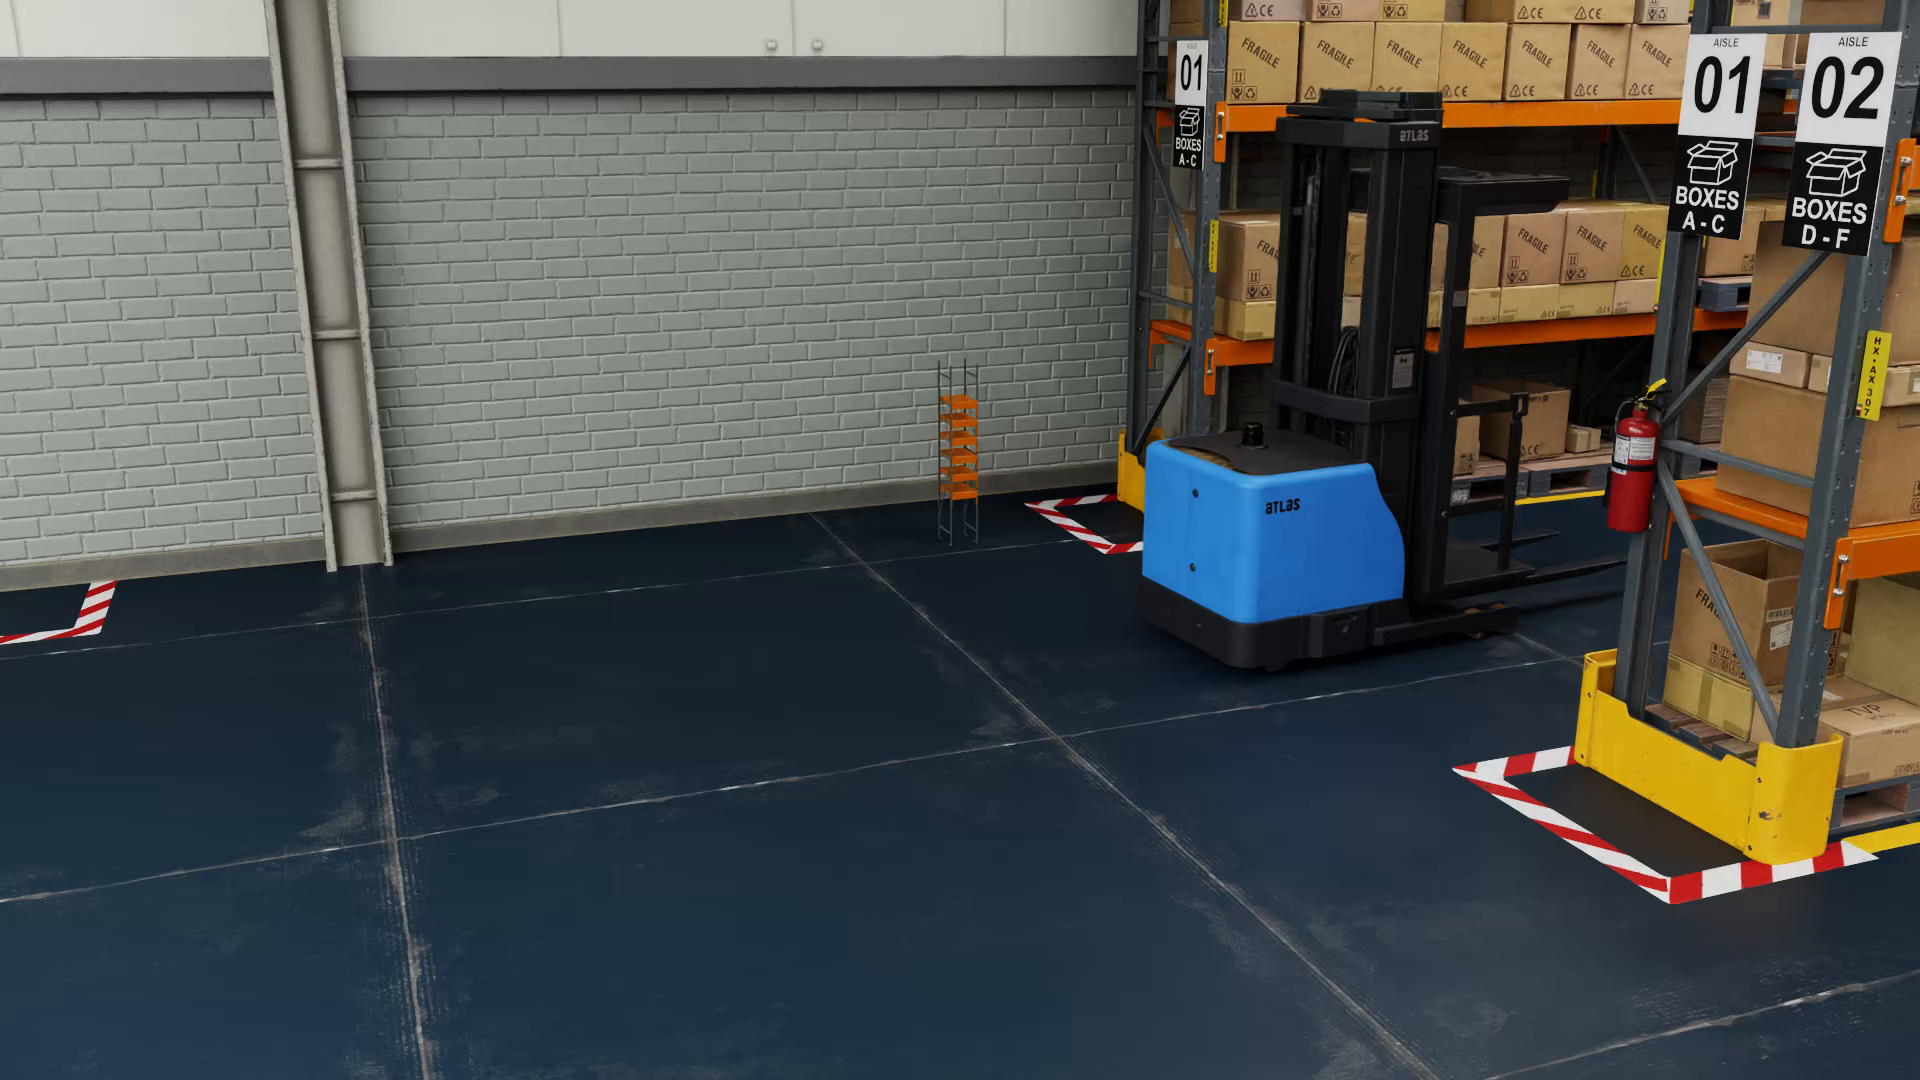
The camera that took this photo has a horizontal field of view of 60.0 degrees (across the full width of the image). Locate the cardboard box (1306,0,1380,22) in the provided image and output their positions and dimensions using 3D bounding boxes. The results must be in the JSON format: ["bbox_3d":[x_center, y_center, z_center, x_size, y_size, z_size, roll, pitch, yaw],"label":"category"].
[{"bbox_3d":[2.358,-3.596,10.710,0.500,0.500,0.500,-6,18,-21],"label":"cardboard box"}]

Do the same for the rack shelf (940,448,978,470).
[{"bbox_3d":[-0.014,-0.532,10.937,0.180,0.103,0.258,-6,17,-20],"label":"rack shelf"}]

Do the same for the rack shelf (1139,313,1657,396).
[{"bbox_3d":[3.293,-1.464,12.037,4.000,0.370,1.077,-6,17,-20],"label":"rack shelf"}]

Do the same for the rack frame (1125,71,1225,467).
[{"bbox_3d":[1.425,-1.608,11.249,0.127,3.000,1.000,-6,17,-20],"label":"rack frame"}]

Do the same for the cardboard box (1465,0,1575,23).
[{"bbox_3d":[3.798,-3.752,11.240,0.500,0.500,0.500,-7,18,-22],"label":"cardboard box"}]

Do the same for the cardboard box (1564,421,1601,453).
[{"bbox_3d":[4.671,-0.801,12.749,0.250,0.166,0.380,-9,18,-27],"label":"cardboard box"}]

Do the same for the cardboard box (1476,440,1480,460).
[{"bbox_3d":[3.660,-0.698,12.431,0.250,0.149,0.380,-8,18,-25],"label":"cardboard box"}]

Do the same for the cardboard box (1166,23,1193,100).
[{"bbox_3d":[1.724,-3.213,11.179,0.500,0.500,0.500,-5,17,-16],"label":"cardboard box"}]

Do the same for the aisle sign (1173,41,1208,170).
[{"bbox_3d":[1.465,-2.769,10.589,0.004,0.787,0.394,-6,17,-20],"label":"aisle sign"}]

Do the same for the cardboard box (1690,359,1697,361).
[{"bbox_3d":[6.306,-1.166,13.402,0.500,0.500,0.700,-7,18,-21],"label":"cardboard box"}]

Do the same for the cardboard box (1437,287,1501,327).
[{"bbox_3d":[3.425,-1.667,11.682,0.500,0.250,0.500,-6,17,-20],"label":"cardboard box"}]

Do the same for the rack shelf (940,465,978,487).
[{"bbox_3d":[-0.014,-0.416,10.971,0.180,0.103,0.258,-6,17,-20],"label":"rack shelf"}]

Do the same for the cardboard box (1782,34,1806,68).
[{"bbox_3d":[6.274,-3.705,12.480,0.500,0.311,0.500,-6,17,-18],"label":"cardboard box"}]

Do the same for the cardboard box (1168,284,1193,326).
[{"bbox_3d":[1.792,-1.643,11.601,0.500,0.250,0.500,-6,17,-19],"label":"cardboard box"}]

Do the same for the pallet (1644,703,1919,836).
[{"bbox_3d":[3.900,0.945,7.505,1.213,0.211,1.003,-6,17,-20],"label":"pallet"}]

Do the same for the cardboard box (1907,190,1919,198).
[{"bbox_3d":[7.948,-2.560,13.533,0.500,0.500,0.700,-8,18,-25],"label":"cardboard box"}]

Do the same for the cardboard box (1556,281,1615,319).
[{"bbox_3d":[4.358,-1.773,12.043,0.500,0.250,0.500,-6,17,-20],"label":"cardboard box"}]

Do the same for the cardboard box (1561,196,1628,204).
[{"bbox_3d":[4.647,-2.316,12.560,0.500,0.500,0.500,-7,18,-21],"label":"cardboard box"}]

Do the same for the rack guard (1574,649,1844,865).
[{"bbox_3d":[3.179,0.897,7.156,0.348,0.500,1.175,-6,17,-20],"label":"rack guard"}]

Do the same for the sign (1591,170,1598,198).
[{"bbox_3d":[4.958,-2.712,12.955,0.005,0.325,0.100,-6,17,-20],"label":"sign"}]

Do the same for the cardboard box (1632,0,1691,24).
[{"bbox_3d":[4.789,-3.866,11.627,0.500,0.500,0.500,-8,18,-25],"label":"cardboard box"}]

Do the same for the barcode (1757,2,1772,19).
[{"bbox_3d":[3.310,-2.180,6.843,0.075,0.075,0.001,-6,17,-20],"label":"barcode"}]

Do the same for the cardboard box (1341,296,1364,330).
[{"bbox_3d":[2.474,-1.567,11.341,0.500,0.250,0.500,-7,18,-22],"label":"cardboard box"}]

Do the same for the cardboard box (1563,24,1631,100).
[{"bbox_3d":[4.300,-3.344,11.625,0.500,0.500,0.500,-8,18,-25],"label":"cardboard box"}]

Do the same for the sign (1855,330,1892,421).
[{"bbox_3d":[3.394,-0.611,6.179,0.005,0.325,0.100,-6,17,-20],"label":"sign"}]

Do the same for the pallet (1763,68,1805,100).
[{"bbox_3d":[5.775,-3.394,12.342,1.003,0.211,1.213,-6,17,-20],"label":"pallet"}]

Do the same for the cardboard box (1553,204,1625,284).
[{"bbox_3d":[4.365,-2.127,11.919,0.500,0.500,0.500,-6,17,-20],"label":"cardboard box"}]

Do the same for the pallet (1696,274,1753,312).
[{"bbox_3d":[5.926,-1.958,12.781,1.213,0.211,1.003,-6,17,-20],"label":"pallet"}]

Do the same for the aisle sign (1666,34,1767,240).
[{"bbox_3d":[3.035,-1.623,6.686,0.004,0.787,0.394,-6,17,-20],"label":"aisle sign"}]

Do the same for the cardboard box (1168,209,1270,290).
[{"bbox_3d":[1.789,-2.008,11.514,0.500,0.500,0.500,-6,18,-21],"label":"cardboard box"}]

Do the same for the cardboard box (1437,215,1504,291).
[{"bbox_3d":[3.406,-2.027,11.576,0.500,0.500,0.500,-6,17,-18],"label":"cardboard box"}]

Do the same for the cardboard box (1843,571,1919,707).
[{"bbox_3d":[4.248,0.407,7.193,0.500,0.500,0.500,-6,17,-20],"label":"cardboard box"}]

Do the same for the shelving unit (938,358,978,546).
[{"bbox_3d":[-0.014,-0.574,10.924,0.189,1.200,0.258,-6,17,-20],"label":"shelving unit"}]

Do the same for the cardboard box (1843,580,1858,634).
[{"bbox_3d":[4.524,0.216,7.842,0.500,0.500,0.500,-6,17,-20],"label":"cardboard box"}]

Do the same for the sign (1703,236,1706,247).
[{"bbox_3d":[5.362,-2.284,12.017,0.005,0.325,0.100,-6,17,-20],"label":"sign"}]

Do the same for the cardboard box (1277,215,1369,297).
[{"bbox_3d":[2.444,-1.921,11.217,0.500,0.500,0.500,-6,17,-20],"label":"cardboard box"}]

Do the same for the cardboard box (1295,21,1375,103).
[{"bbox_3d":[2.341,-3.117,10.852,0.500,0.500,0.500,-5,17,-16],"label":"cardboard box"}]

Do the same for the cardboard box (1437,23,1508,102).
[{"bbox_3d":[3.317,-3.230,11.237,0.500,0.500,0.500,-5,17,-17],"label":"cardboard box"}]

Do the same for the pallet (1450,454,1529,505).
[{"bbox_3d":[3.405,-0.472,12.330,1.213,0.211,1.003,-6,17,-20],"label":"pallet"}]

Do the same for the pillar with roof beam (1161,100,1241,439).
[{"bbox_3d":[3.310,-3.651,7.562,0.400,9.000,9.100,-6,17,-20],"label":"pillar with roof beam"}]

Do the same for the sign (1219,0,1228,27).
[{"bbox_3d":[1.619,-3.323,10.217,0.005,0.325,0.100,-6,17,-20],"label":"sign"}]

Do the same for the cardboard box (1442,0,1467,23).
[{"bbox_3d":[3.180,-3.847,11.563,0.500,0.500,0.500,-6,17,-20],"label":"cardboard box"}]

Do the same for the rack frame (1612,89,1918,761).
[{"bbox_3d":[3.201,-0.305,6.812,0.127,3.000,1.000,-6,17,-20],"label":"rack frame"}]

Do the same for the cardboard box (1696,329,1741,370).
[{"bbox_3d":[6.252,-1.506,13.228,0.500,0.250,0.500,-7,18,-21],"label":"cardboard box"}]

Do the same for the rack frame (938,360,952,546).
[{"bbox_3d":[-0.099,-0.565,10.893,0.006,1.200,0.240,-6,17,-20],"label":"rack frame"}]

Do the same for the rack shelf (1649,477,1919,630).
[{"bbox_3d":[5.069,-0.161,7.600,4.000,0.370,1.077,-6,17,-20],"label":"rack shelf"}]

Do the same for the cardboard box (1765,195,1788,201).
[{"bbox_3d":[6.776,-2.441,13.130,0.500,0.500,0.700,-4,17,-12],"label":"cardboard box"}]

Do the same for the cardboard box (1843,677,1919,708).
[{"bbox_3d":[4.247,0.766,7.300,0.500,0.250,0.500,-6,17,-20],"label":"cardboard box"}]

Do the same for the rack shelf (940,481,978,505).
[{"bbox_3d":[-0.014,-0.301,11.004,0.180,0.103,0.258,-6,17,-20],"label":"rack shelf"}]

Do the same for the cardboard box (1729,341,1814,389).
[{"bbox_3d":[3.490,-0.752,7.008,0.250,0.149,0.380,-6,18,-21],"label":"cardboard box"}]

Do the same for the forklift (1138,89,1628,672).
[{"bbox_3d":[2.561,-0.984,9.247,3.031,2.935,1.130,-8,18,-25],"label":"forklift"}]

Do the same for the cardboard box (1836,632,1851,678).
[{"bbox_3d":[4.059,0.628,7.771,0.500,0.250,0.500,-6,17,-20],"label":"cardboard box"}]

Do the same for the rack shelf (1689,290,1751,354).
[{"bbox_3d":[7.028,-1.867,13.410,4.000,0.370,1.077,-6,17,-20],"label":"rack shelf"}]

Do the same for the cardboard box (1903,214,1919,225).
[{"bbox_3d":[4.180,-1.079,6.967,0.500,0.500,0.700,-7,18,-22],"label":"cardboard box"}]

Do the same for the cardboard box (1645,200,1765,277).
[{"bbox_3d":[5.648,-2.312,12.690,0.500,0.500,0.700,-6,17,-20],"label":"cardboard box"}]
